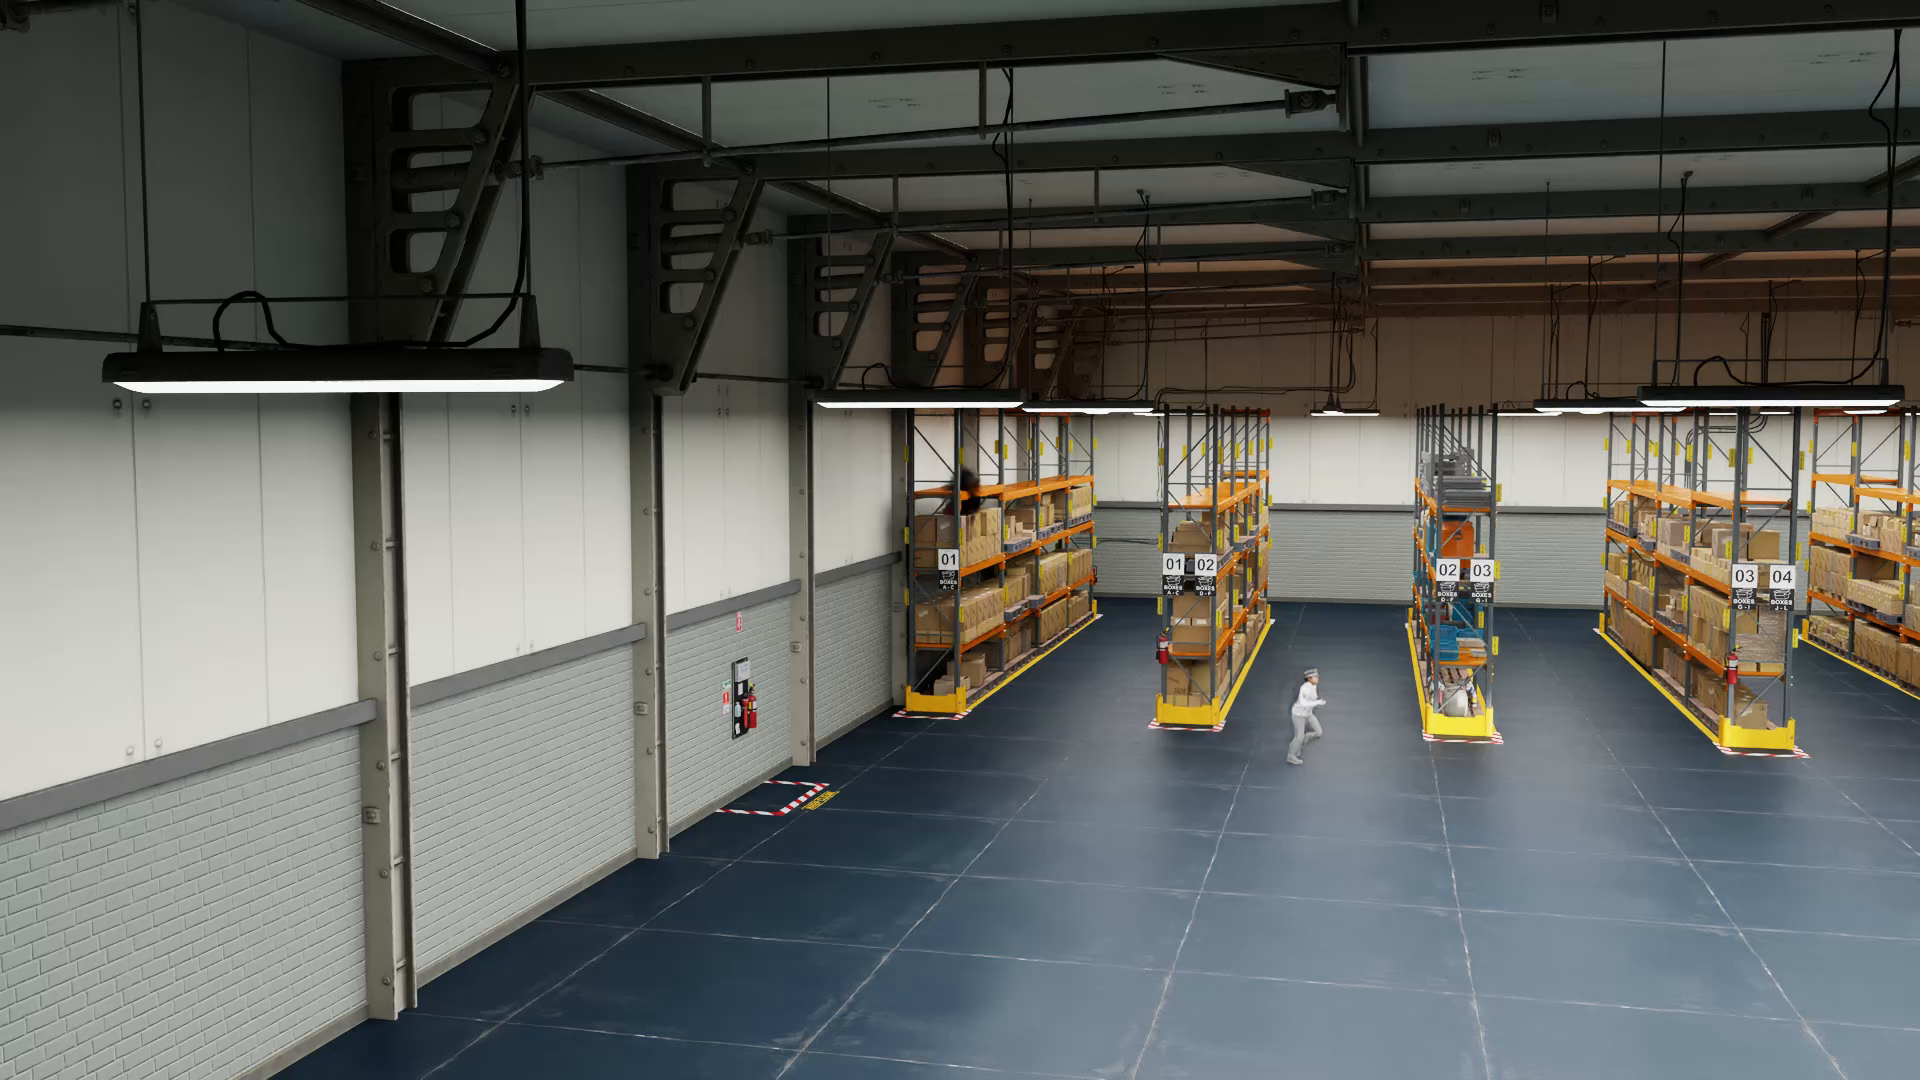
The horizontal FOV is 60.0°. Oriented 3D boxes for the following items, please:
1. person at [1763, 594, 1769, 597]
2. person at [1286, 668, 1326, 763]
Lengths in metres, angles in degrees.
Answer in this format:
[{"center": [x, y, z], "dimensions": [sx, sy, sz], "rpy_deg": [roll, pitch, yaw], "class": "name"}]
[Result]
[{"center": [20.647, 1.733, 42.981], "dimensions": [0.679, 1.746, 0.748], "rpy_deg": [2, 5, 24], "class": "person"}, {"center": [5.731, 2.904, 27.454], "dimensions": [0.730, 1.615, 0.602], "rpy_deg": [4, 5, 40], "class": "person"}]
